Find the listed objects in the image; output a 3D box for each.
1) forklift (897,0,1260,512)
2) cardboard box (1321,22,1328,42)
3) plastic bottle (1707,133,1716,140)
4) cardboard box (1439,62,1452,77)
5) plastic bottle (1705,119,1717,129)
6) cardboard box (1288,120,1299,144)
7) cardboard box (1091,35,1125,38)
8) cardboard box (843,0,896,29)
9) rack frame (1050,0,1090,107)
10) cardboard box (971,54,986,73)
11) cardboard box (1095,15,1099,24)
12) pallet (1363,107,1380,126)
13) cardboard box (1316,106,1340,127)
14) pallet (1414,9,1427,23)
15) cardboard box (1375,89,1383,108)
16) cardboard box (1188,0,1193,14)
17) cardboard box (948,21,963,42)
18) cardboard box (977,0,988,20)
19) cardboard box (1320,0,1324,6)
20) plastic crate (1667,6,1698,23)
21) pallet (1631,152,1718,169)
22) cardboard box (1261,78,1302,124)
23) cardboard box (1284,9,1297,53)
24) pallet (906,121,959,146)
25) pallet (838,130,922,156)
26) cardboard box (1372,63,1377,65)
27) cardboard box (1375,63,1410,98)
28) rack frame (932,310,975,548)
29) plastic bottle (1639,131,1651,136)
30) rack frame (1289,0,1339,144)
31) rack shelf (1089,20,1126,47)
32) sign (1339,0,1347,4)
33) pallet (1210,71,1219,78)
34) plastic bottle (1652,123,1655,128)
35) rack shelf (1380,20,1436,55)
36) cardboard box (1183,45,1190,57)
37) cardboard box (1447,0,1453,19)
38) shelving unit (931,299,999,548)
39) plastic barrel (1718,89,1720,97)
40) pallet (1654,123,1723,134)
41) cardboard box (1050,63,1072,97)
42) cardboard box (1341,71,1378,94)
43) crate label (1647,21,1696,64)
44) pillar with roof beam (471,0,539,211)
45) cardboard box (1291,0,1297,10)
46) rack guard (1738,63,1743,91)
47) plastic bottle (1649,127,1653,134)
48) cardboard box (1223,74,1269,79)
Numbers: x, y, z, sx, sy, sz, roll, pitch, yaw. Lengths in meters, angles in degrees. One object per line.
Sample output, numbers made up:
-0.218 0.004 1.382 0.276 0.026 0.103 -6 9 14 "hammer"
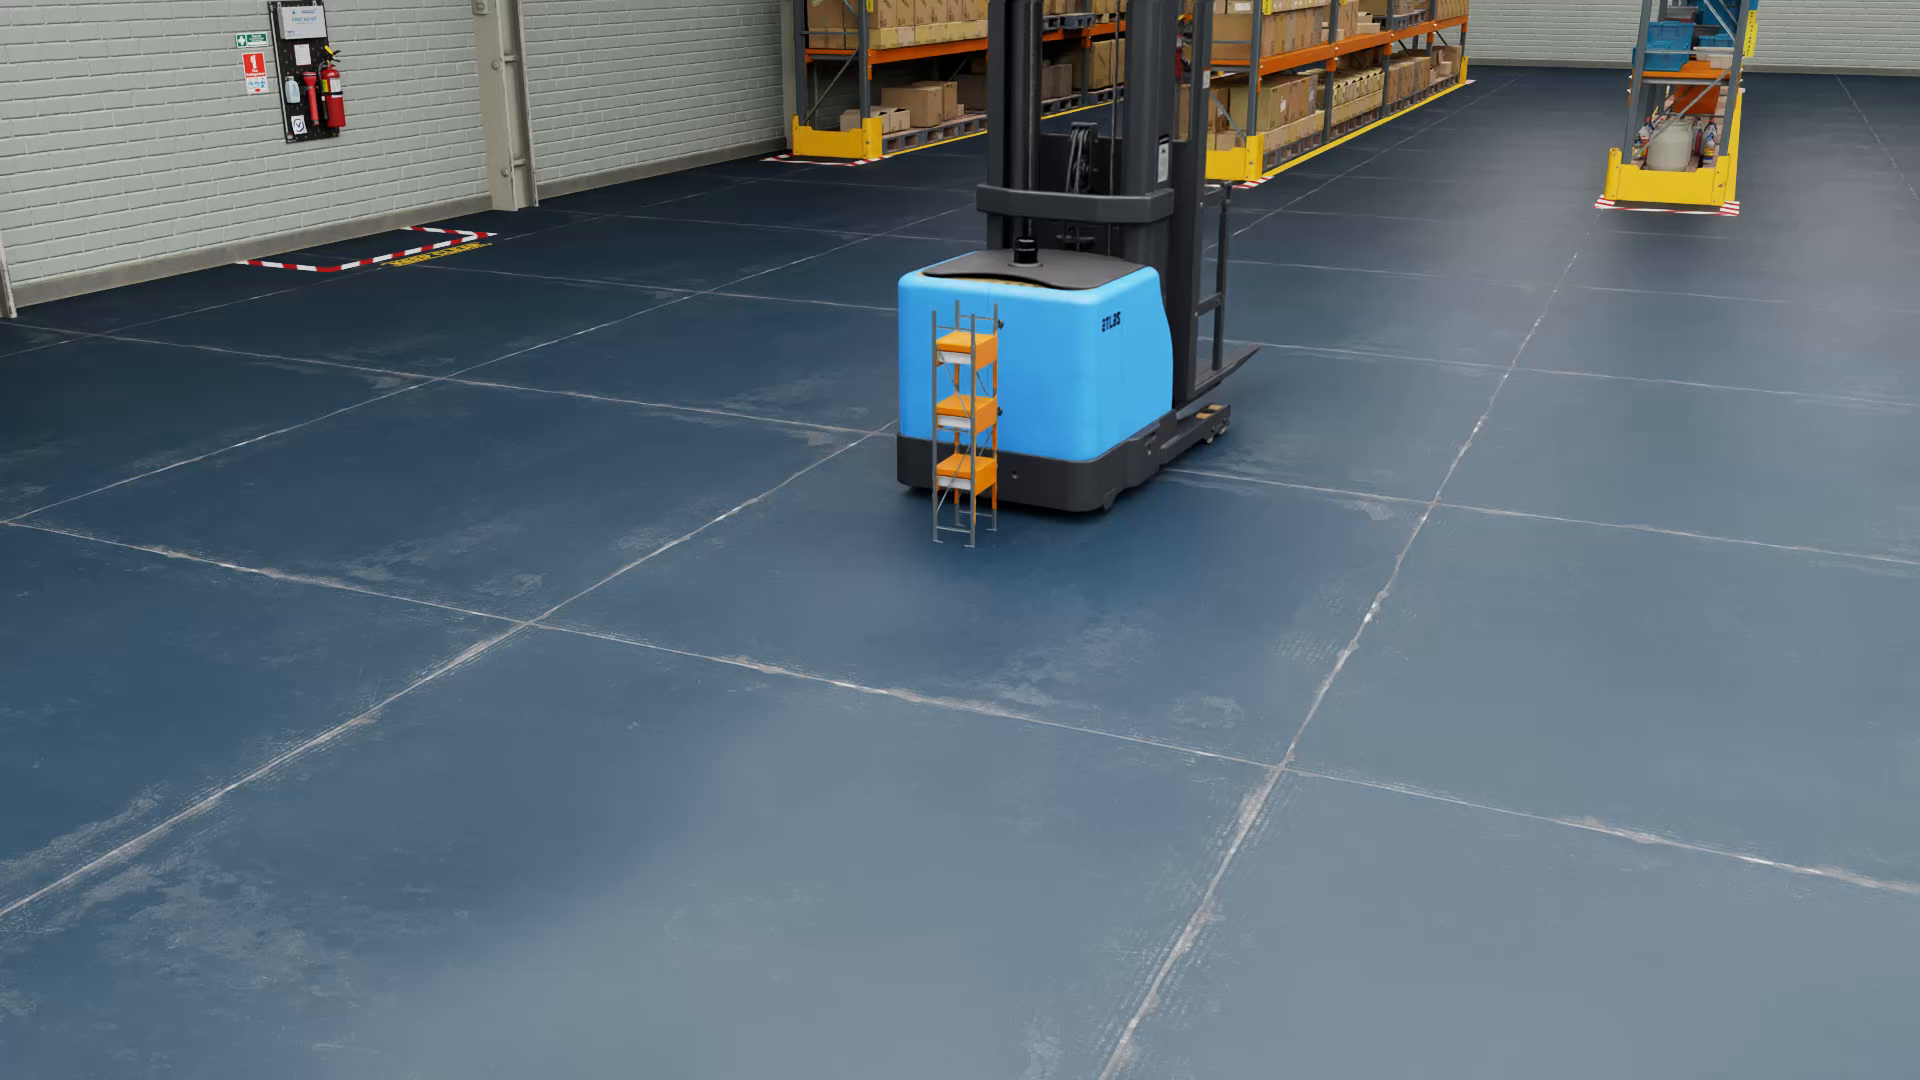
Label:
0.826 -1.960 8.605 1.130 2.935 3.031 10 22 26 "forklift"
4.713 -6.954 22.771 0.500 0.250 0.500 10 22 26 "cardboard box"
8.722 -4.596 19.330 0.097 0.271 0.097 0 20 0 "plastic bottle"
9.051 -8.962 31.640 0.500 0.250 0.500 9 21 23 "cardboard box"
9.068 -4.911 20.097 0.144 0.351 0.185 8 21 21 "plastic bottle"
3.952 -5.140 20.922 0.500 0.250 0.500 9 21 23 "cardboard box"
2.798 -8.689 30.006 0.750 0.750 0.750 9 22 24 "cardboard box"
-1.138 -6.721 20.966 0.500 0.500 0.500 9 21 23 "cardboard box"
1.668 -8.770 27.652 1.000 3.000 0.127 9 21 23 "rack frame"
0.494 -7.292 25.452 0.500 0.250 0.500 8 21 22 "cardboard box"
2.126 -8.806 28.098 0.380 0.149 0.250 9 21 23 "cardboard box"
5.817 -6.531 25.519 1.003 0.211 1.213 9 21 23 "pallet"
4.942 -5.860 22.947 0.500 0.250 0.500 8 21 21 "cardboard box"
7.400 -8.994 28.570 1.003 0.211 1.213 9 21 23 "pallet"
6.196 -6.799 25.588 0.500 0.250 0.500 9 22 24 "cardboard box"
4.136 -10.744 32.755 0.980 0.700 0.700 7 21 20 "cardboard box"
-0.290 -6.992 22.848 0.500 0.250 0.500 8 21 22 "cardboard box"
0.119 -7.652 23.584 0.500 0.500 0.500 8 21 23 "cardboard box"
4.532 -7.033 21.652 0.380 0.149 0.250 8 21 22 "cardboard box"
9.766 -6.989 22.548 0.402 0.464 0.583 9 21 23 "plastic crate"
8.257 -4.300 19.245 1.003 0.211 1.213 9 21 23 "pallet"
3.953 -5.493 20.796 0.500 0.500 0.500 9 21 23 "cardboard box"
3.748 -6.307 20.579 0.700 0.500 0.500 9 22 24 "cardboard box"
-0.711 -5.649 23.038 1.003 0.211 1.213 9 21 23 "pallet"
-1.211 -5.277 21.993 1.003 0.211 1.213 9 21 23 "pallet"
6.570 -7.597 27.428 0.500 0.500 0.500 8 21 21 "cardboard box"
7.056 -7.534 27.251 0.500 0.500 0.500 8 21 22 "cardboard box"
-0.028 -0.474 7.234 0.200 1.050 0.008 9 21 23 "rack frame"
7.968 -4.626 19.409 0.152 0.276 0.135 8 21 21 "plastic bottle"
4.551 -6.869 22.306 1.000 3.000 0.127 9 21 23 "rack frame"
2.487 -9.042 29.492 1.077 0.370 4.000 9 21 23 "rack shelf"
5.058 -7.238 21.935 0.100 0.325 0.005 9 21 23 "sign"
4.688 -9.646 34.278 1.003 0.211 1.213 9 21 23 "pallet"
8.431 -4.972 20.381 0.152 0.276 0.135 9 22 25 "plastic bottle"
7.008 -8.364 27.584 1.077 0.370 4.000 9 21 23 "rack shelf"
4.127 -9.537 32.913 0.700 0.500 0.500 9 22 24 "cardboard box"
8.698 -9.789 30.369 0.500 0.500 0.500 8 21 22 "cardboard box"
0.022 -0.511 7.339 0.215 1.050 0.252 9 21 23 "shelving unit"
11.816 -7.462 26.479 0.600 0.901 0.708 9 21 23 "plastic barrel"
9.853 -5.494 22.601 1.003 0.211 1.213 9 21 23 "pallet"
1.421 -7.572 27.358 0.700 0.500 0.500 9 21 23 "cardboard box"
5.993 -6.904 25.046 0.500 0.311 0.500 8 21 22 "cardboard box"
7.938 -5.581 18.634 0.502 0.435 0.616 9 21 23 "crate label"
-0.640 -7.059 13.887 9.100 9.000 0.400 9 21 23 "pillar with roof beam"
3.901 -6.559 20.317 0.380 0.149 0.250 9 21 23 "cardboard box"
13.981 -8.687 31.151 1.175 0.500 0.348 9 21 23 "rack guard"
8.256 -4.812 19.938 0.097 0.271 0.097 0 20 0 "plastic bottle"
3.666 -5.720 21.433 0.500 0.500 0.500 9 21 23 "cardboard box"
